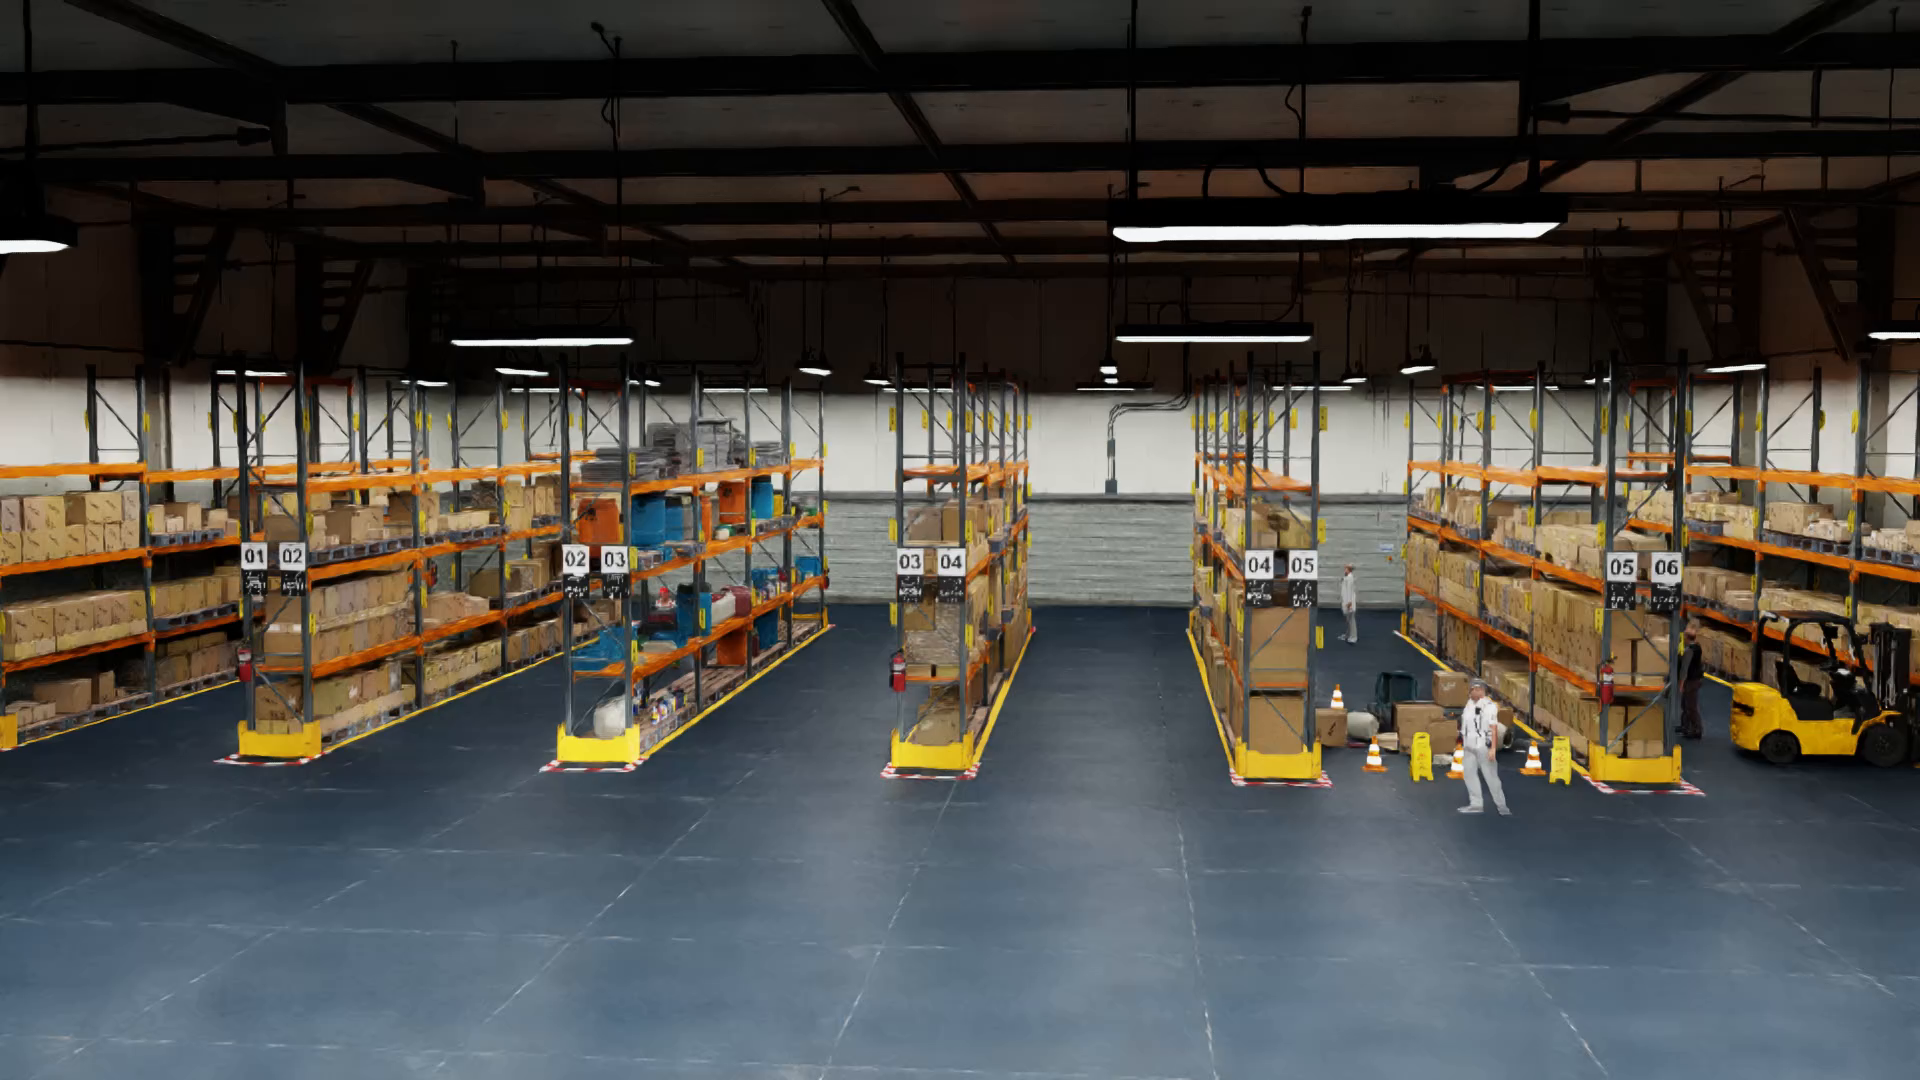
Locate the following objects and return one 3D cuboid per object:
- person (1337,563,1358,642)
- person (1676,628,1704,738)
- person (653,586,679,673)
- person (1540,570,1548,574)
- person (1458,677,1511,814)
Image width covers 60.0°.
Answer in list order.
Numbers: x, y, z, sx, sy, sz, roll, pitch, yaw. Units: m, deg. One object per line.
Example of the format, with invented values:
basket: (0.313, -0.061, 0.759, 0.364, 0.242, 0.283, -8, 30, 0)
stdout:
person: (8.849, 1.407, 37.913, 0.439, 1.778, 0.699, 1, 4, 9)
person: (11.561, 2.249, 26.441, 0.576, 1.718, 0.626, 3, 5, 37)
person: (-5.885, 1.768, 33.222, 0.555, 1.705, 1.120, 1, 4, 8)
person: (14.266, 1.326, 40.647, 0.555, 1.581, 0.460, -2, 4, -24)
person: (6.705, 2.627, 21.254, 0.559, 1.745, 0.653, -2, 4, -22)
